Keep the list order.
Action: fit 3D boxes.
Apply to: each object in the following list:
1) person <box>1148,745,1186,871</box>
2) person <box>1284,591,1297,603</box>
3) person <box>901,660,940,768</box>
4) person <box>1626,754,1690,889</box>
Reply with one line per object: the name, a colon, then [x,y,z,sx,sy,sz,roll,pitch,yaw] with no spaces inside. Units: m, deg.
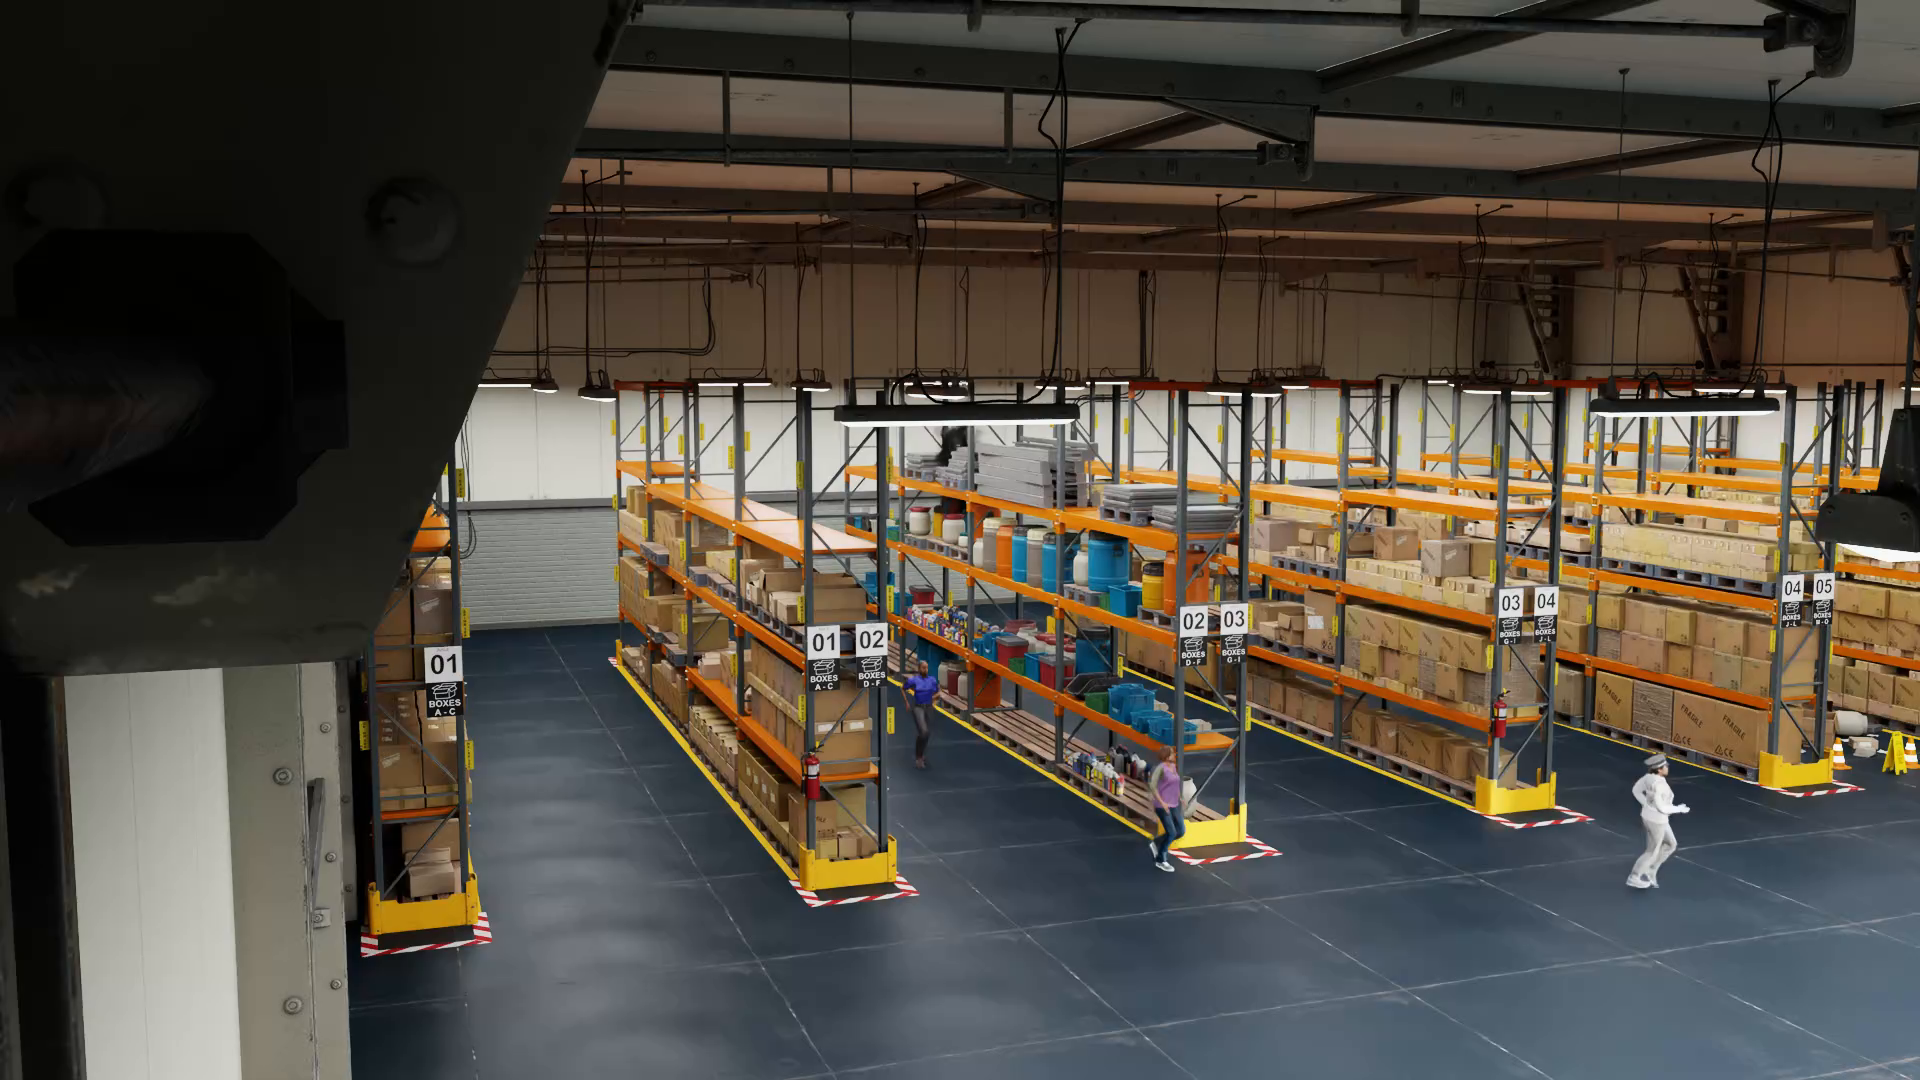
person: [2.634,3.375,20.926,0.434,1.534,0.602,5,8,41]
person: [8.210,1.164,41.145,0.601,1.661,0.622,4,7,36]
person: [-0.582,2.743,26.253,0.544,1.697,0.707,-3,7,-28]
person: [8.379,3.392,19.974,0.665,1.688,0.579,1,6,10]
